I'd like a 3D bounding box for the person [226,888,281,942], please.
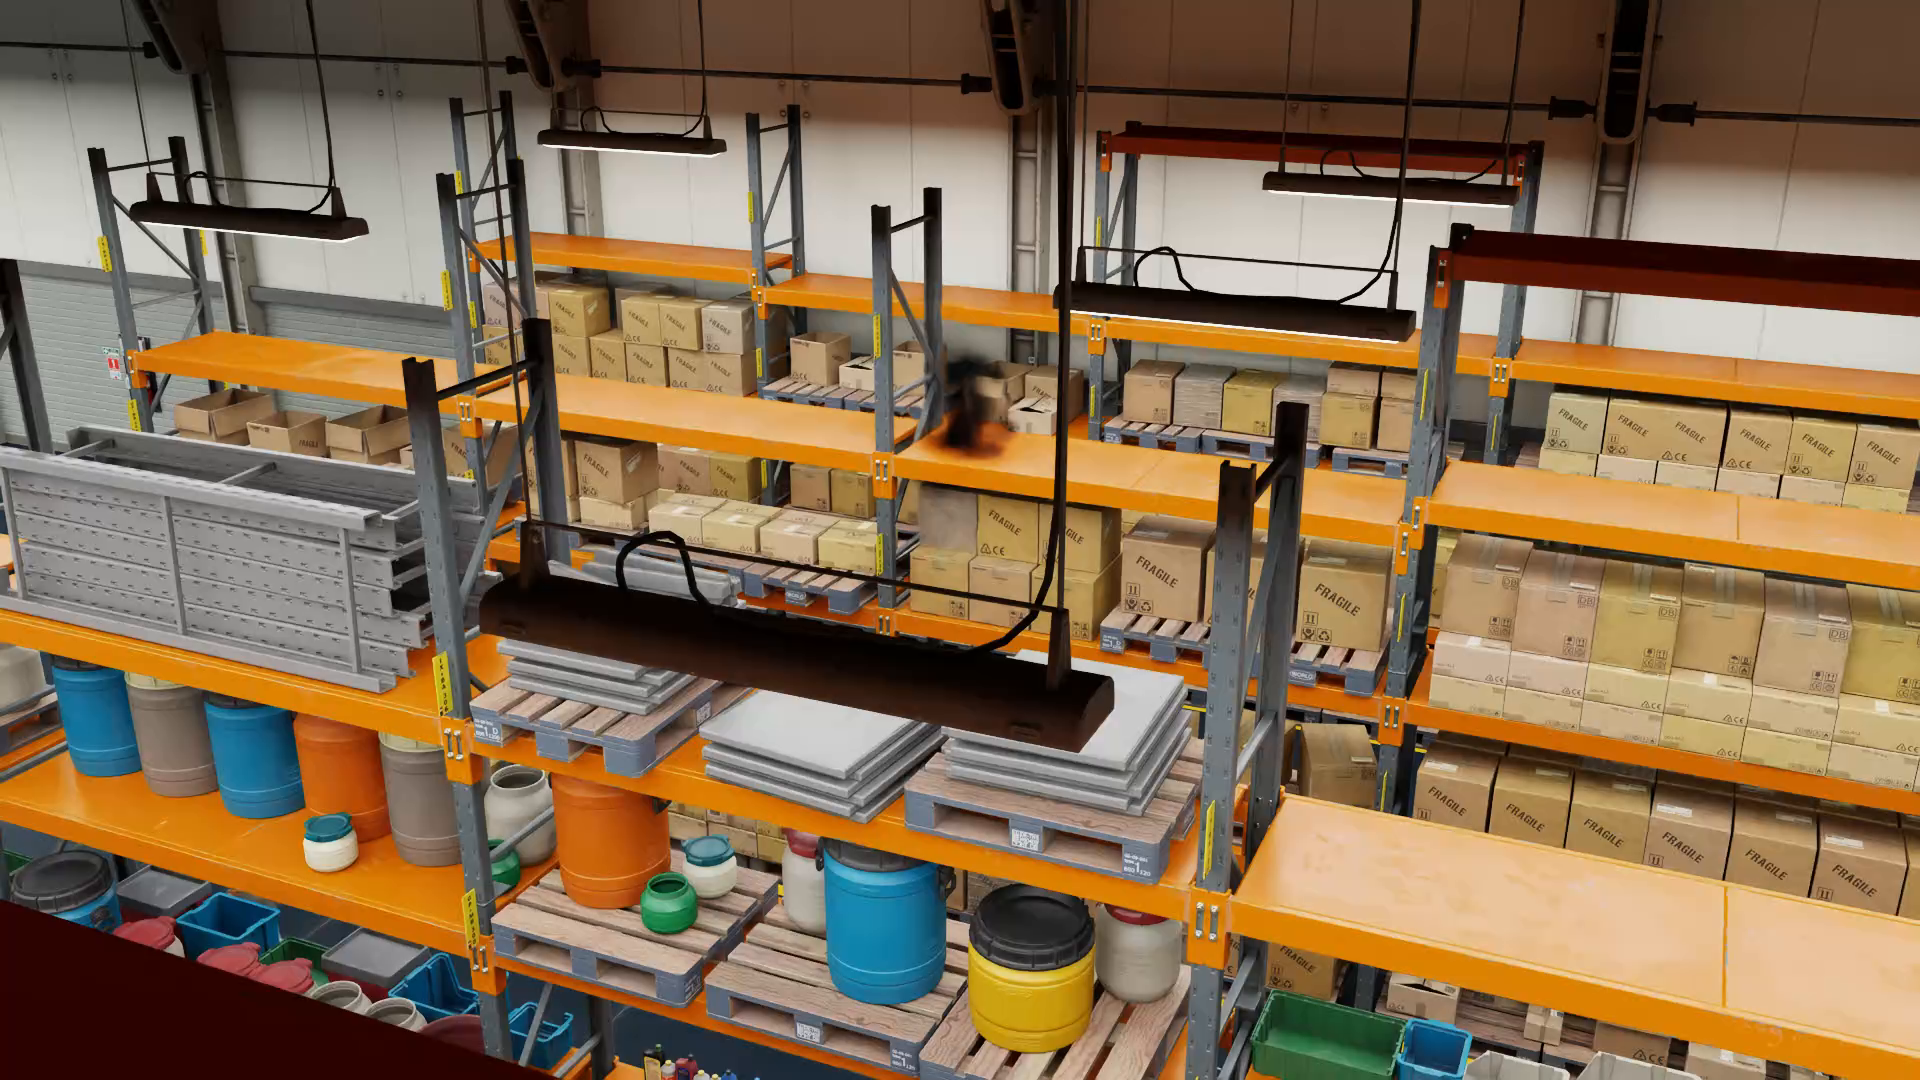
[{"bbox_3d":[-5.574,2.734,13.097,0.555,1.631,0.558,8,22,20],"label":"person"}]
